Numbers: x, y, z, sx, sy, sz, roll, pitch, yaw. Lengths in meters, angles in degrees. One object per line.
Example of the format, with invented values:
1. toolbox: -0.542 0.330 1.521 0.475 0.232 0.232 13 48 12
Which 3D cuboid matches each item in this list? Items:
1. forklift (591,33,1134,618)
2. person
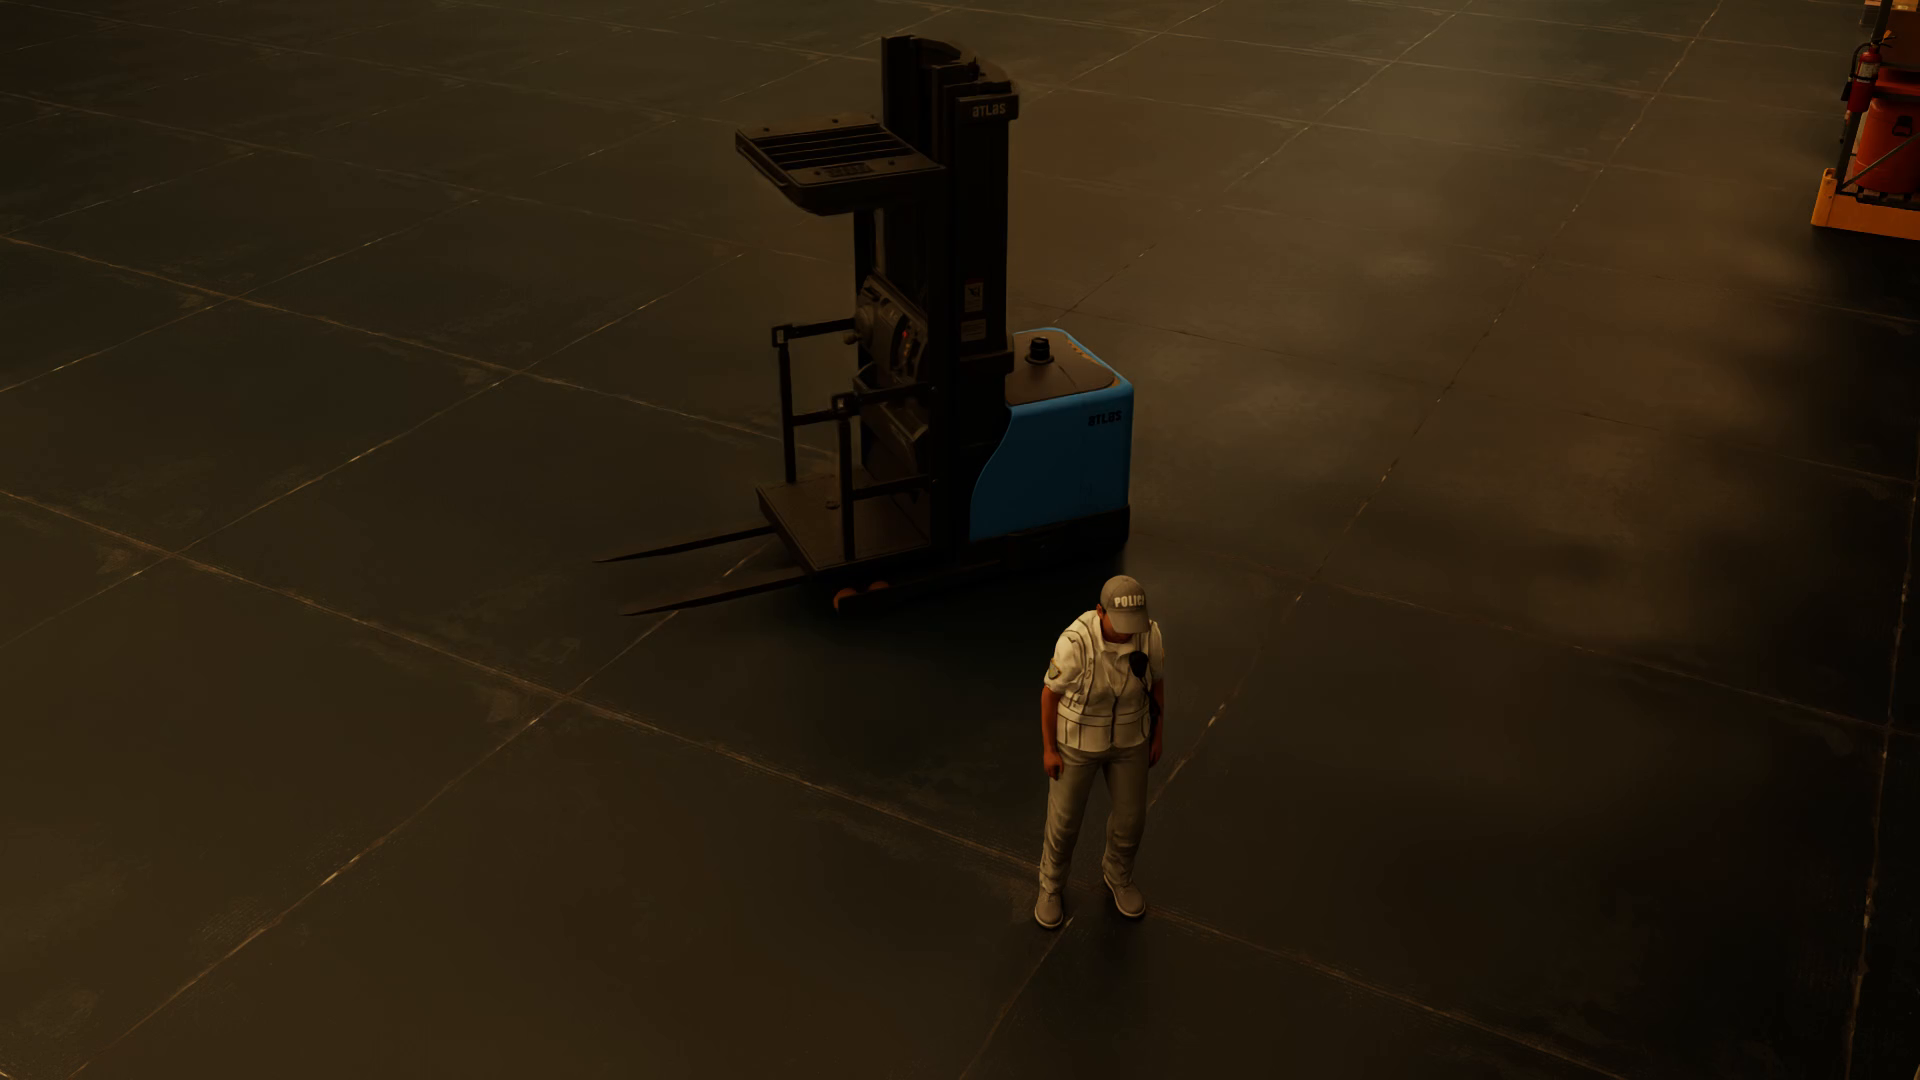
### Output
1. forklift: -0.564 -1.134 9.036 3.031 2.935 1.130 -12 32 -20
2. person: 0.581 0.849 6.869 0.557 1.665 0.467 -6 31 -11
